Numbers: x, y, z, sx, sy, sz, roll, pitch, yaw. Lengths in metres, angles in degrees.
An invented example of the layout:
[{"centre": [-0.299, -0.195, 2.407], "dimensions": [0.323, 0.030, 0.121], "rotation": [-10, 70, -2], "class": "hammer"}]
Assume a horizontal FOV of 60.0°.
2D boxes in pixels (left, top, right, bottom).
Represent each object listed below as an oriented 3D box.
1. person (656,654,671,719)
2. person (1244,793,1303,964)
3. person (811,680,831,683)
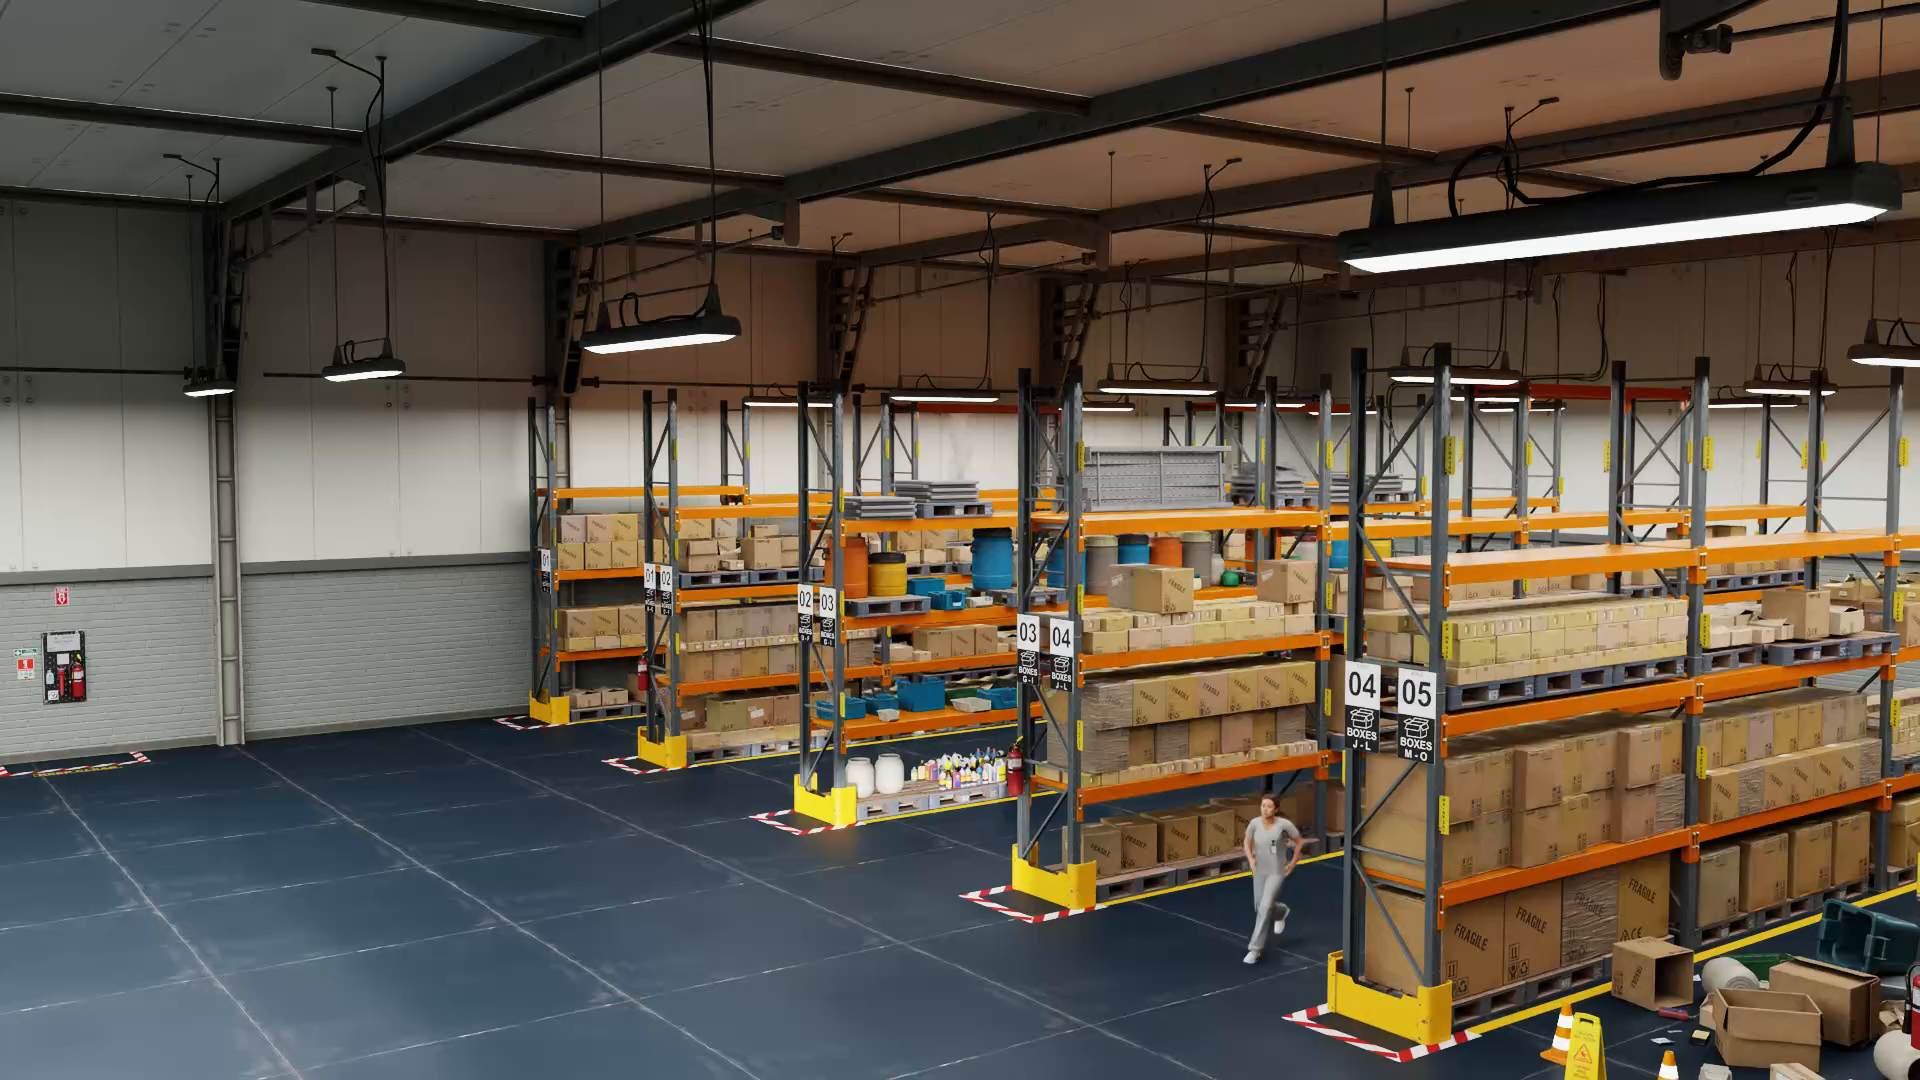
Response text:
[{"centre": [-4.987, 2.692, 28.539], "dimensions": [0.493, 1.561, 0.585], "rotation": [-3, 5, -42], "class": "person"}, {"centre": [3.140, 3.356, 16.749], "dimensions": [0.588, 1.660, 0.913], "rotation": [2, 4, 32], "class": "person"}, {"centre": [-2.515, 2.515, 30.674], "dimensions": [0.624, 1.647, 0.611], "rotation": [-2, 4, -35], "class": "person"}]
